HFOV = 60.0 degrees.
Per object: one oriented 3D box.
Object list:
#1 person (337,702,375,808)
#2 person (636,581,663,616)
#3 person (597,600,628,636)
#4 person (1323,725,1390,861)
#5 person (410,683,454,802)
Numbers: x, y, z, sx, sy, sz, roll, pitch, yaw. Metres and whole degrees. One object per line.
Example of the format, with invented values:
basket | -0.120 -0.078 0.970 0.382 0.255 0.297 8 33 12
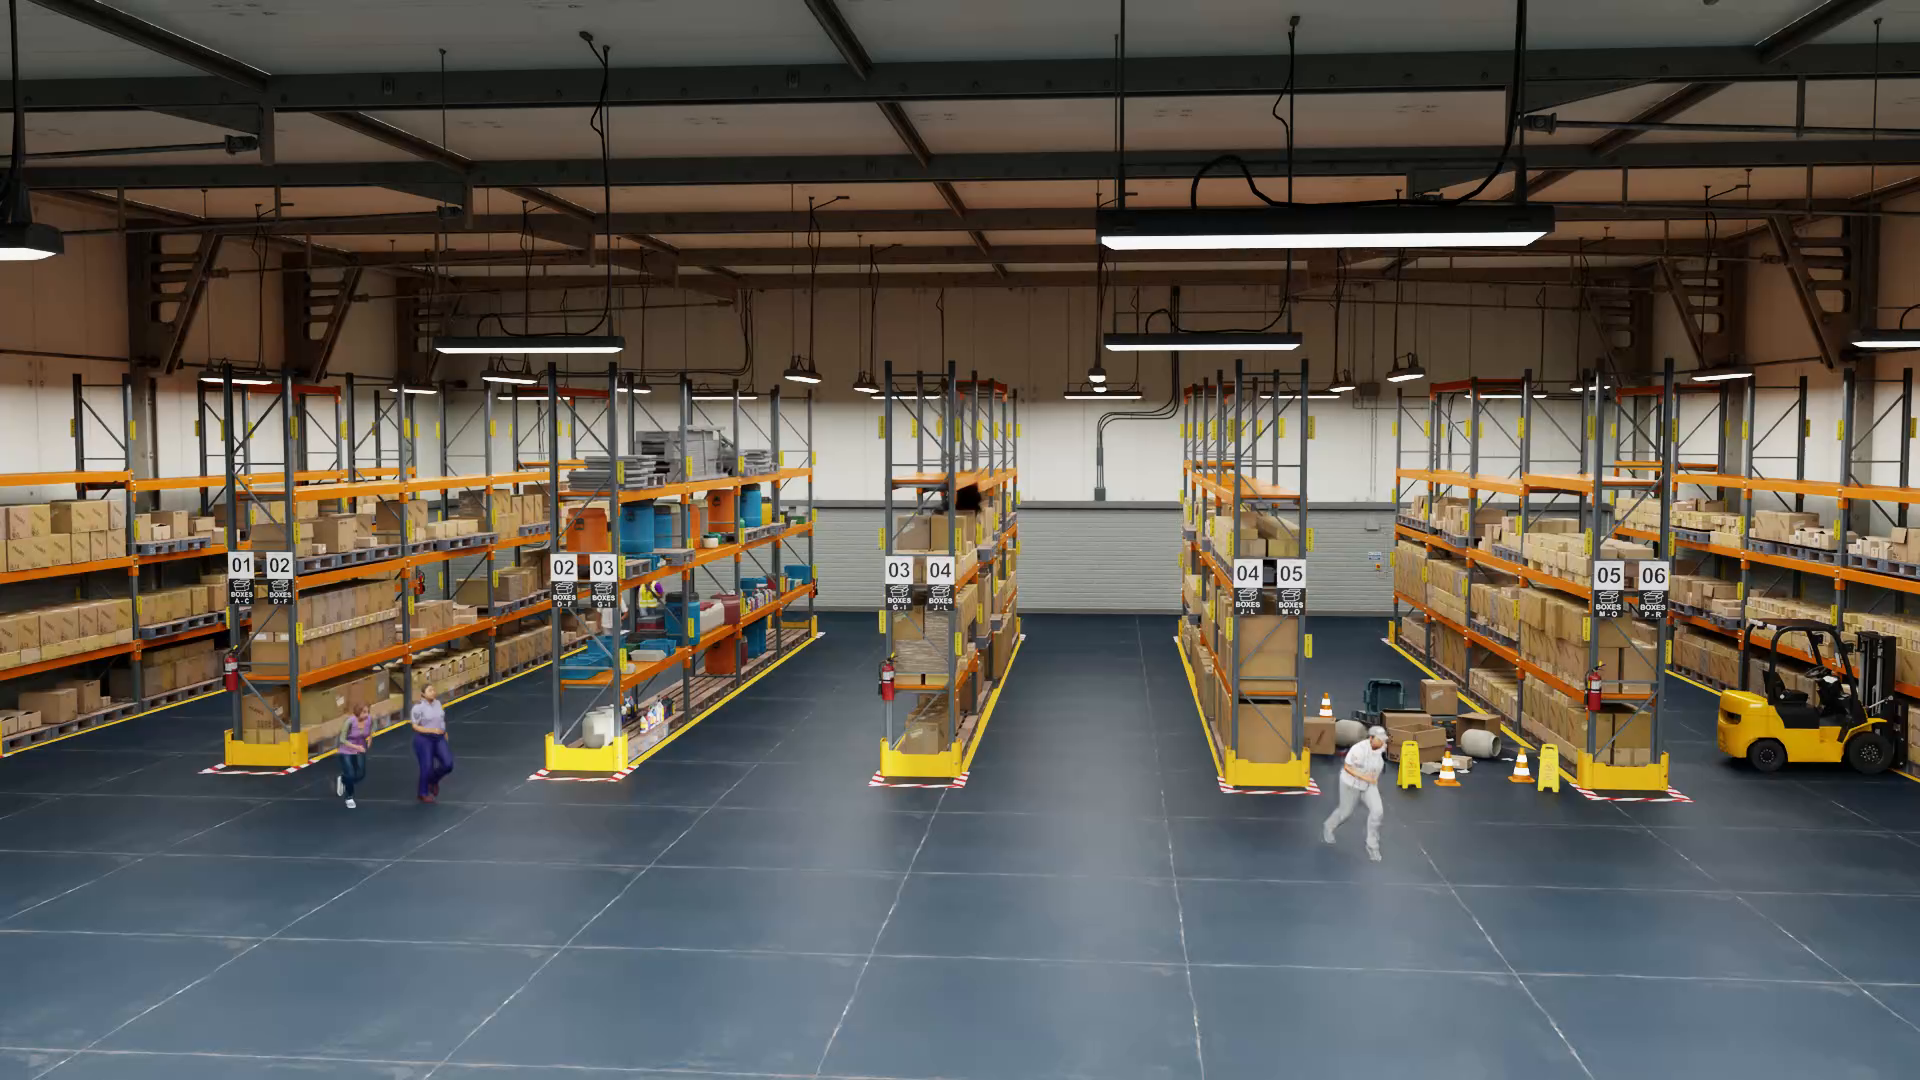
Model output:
person | -8.009 2.839 22.085 0.786 1.450 0.566 3 5 41
person | -7.241 1.598 38.719 0.662 1.825 1.000 -1 4 -11
person | -7.350 1.836 35.092 0.686 1.731 0.616 0 4 -1
person | 4.698 2.948 19.682 0.649 1.627 1.034 -2 4 -31
person | -7.084 2.726 22.365 0.565 1.609 0.594 3 5 36
